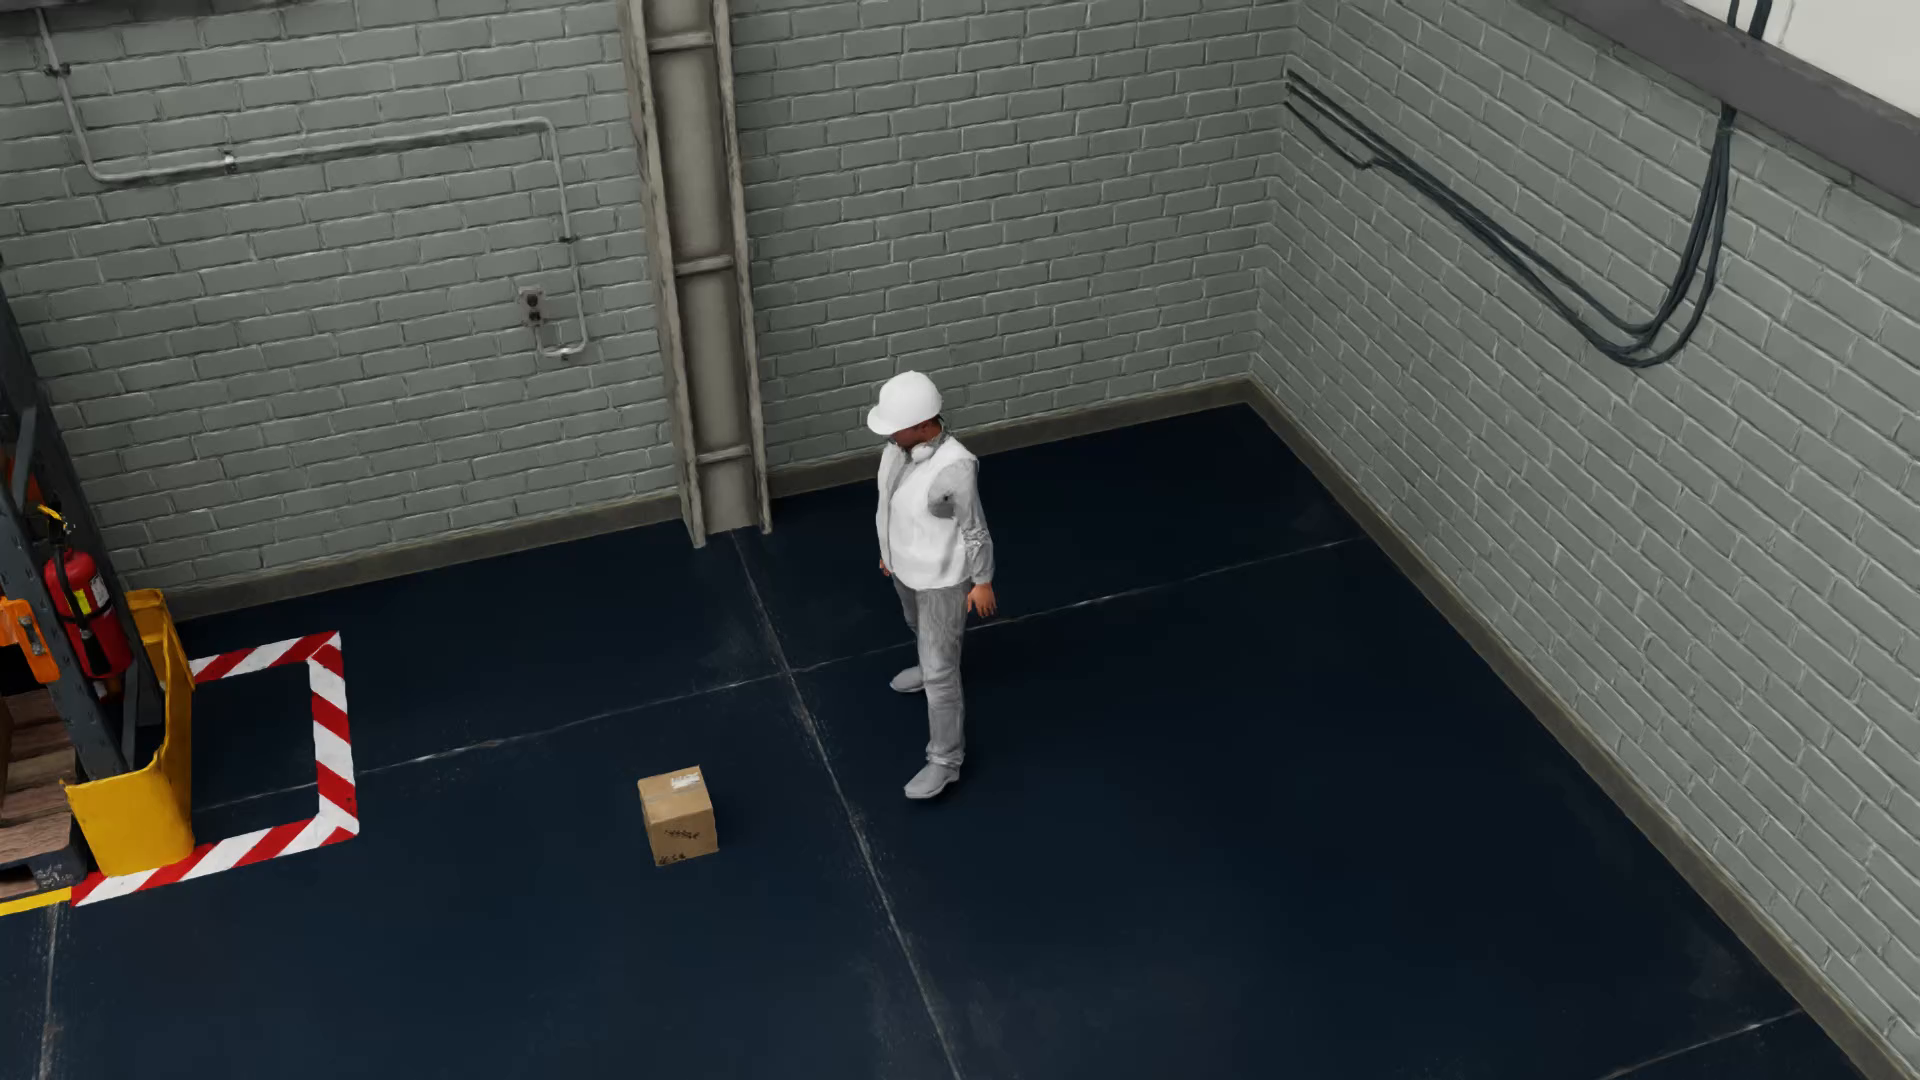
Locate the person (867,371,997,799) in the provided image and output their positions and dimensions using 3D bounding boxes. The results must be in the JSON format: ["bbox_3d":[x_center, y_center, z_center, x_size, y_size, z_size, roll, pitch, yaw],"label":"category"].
[{"bbox_3d":[-0.129,0.135,6.578,0.642,1.749,0.750,-22,43,-26],"label":"person"}]
